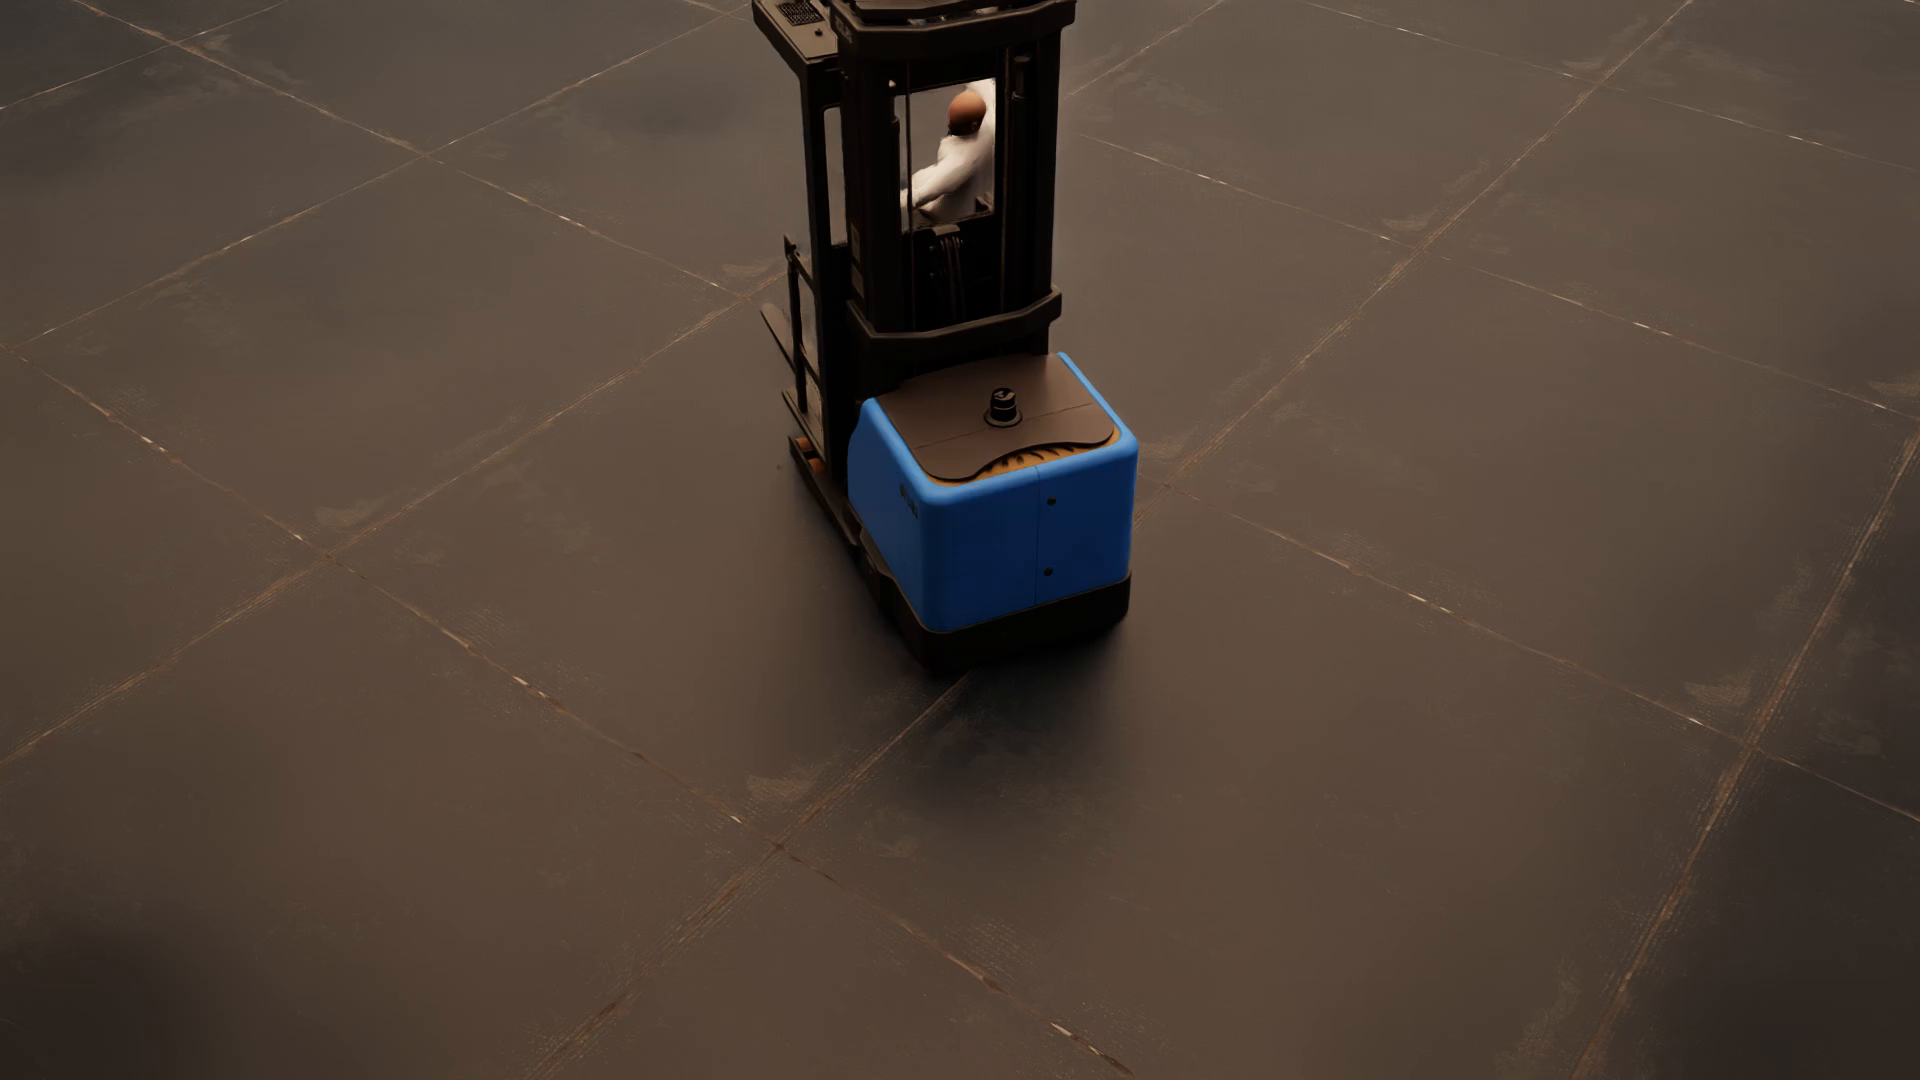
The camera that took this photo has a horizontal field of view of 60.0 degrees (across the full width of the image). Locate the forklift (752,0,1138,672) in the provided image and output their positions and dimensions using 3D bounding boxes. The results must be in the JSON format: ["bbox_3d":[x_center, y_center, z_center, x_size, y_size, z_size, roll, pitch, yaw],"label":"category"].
[{"bbox_3d":[-0.250,-1.479,7.809,1.130,2.935,3.031,-15,43,-17],"label":"forklift"}]

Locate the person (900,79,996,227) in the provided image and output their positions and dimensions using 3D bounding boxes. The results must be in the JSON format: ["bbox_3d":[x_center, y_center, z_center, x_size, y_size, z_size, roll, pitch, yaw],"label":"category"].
[{"bbox_3d":[-0.237,-1.901,9.399,1.103,1.500,0.977,-19,44,-21],"label":"person"}]
